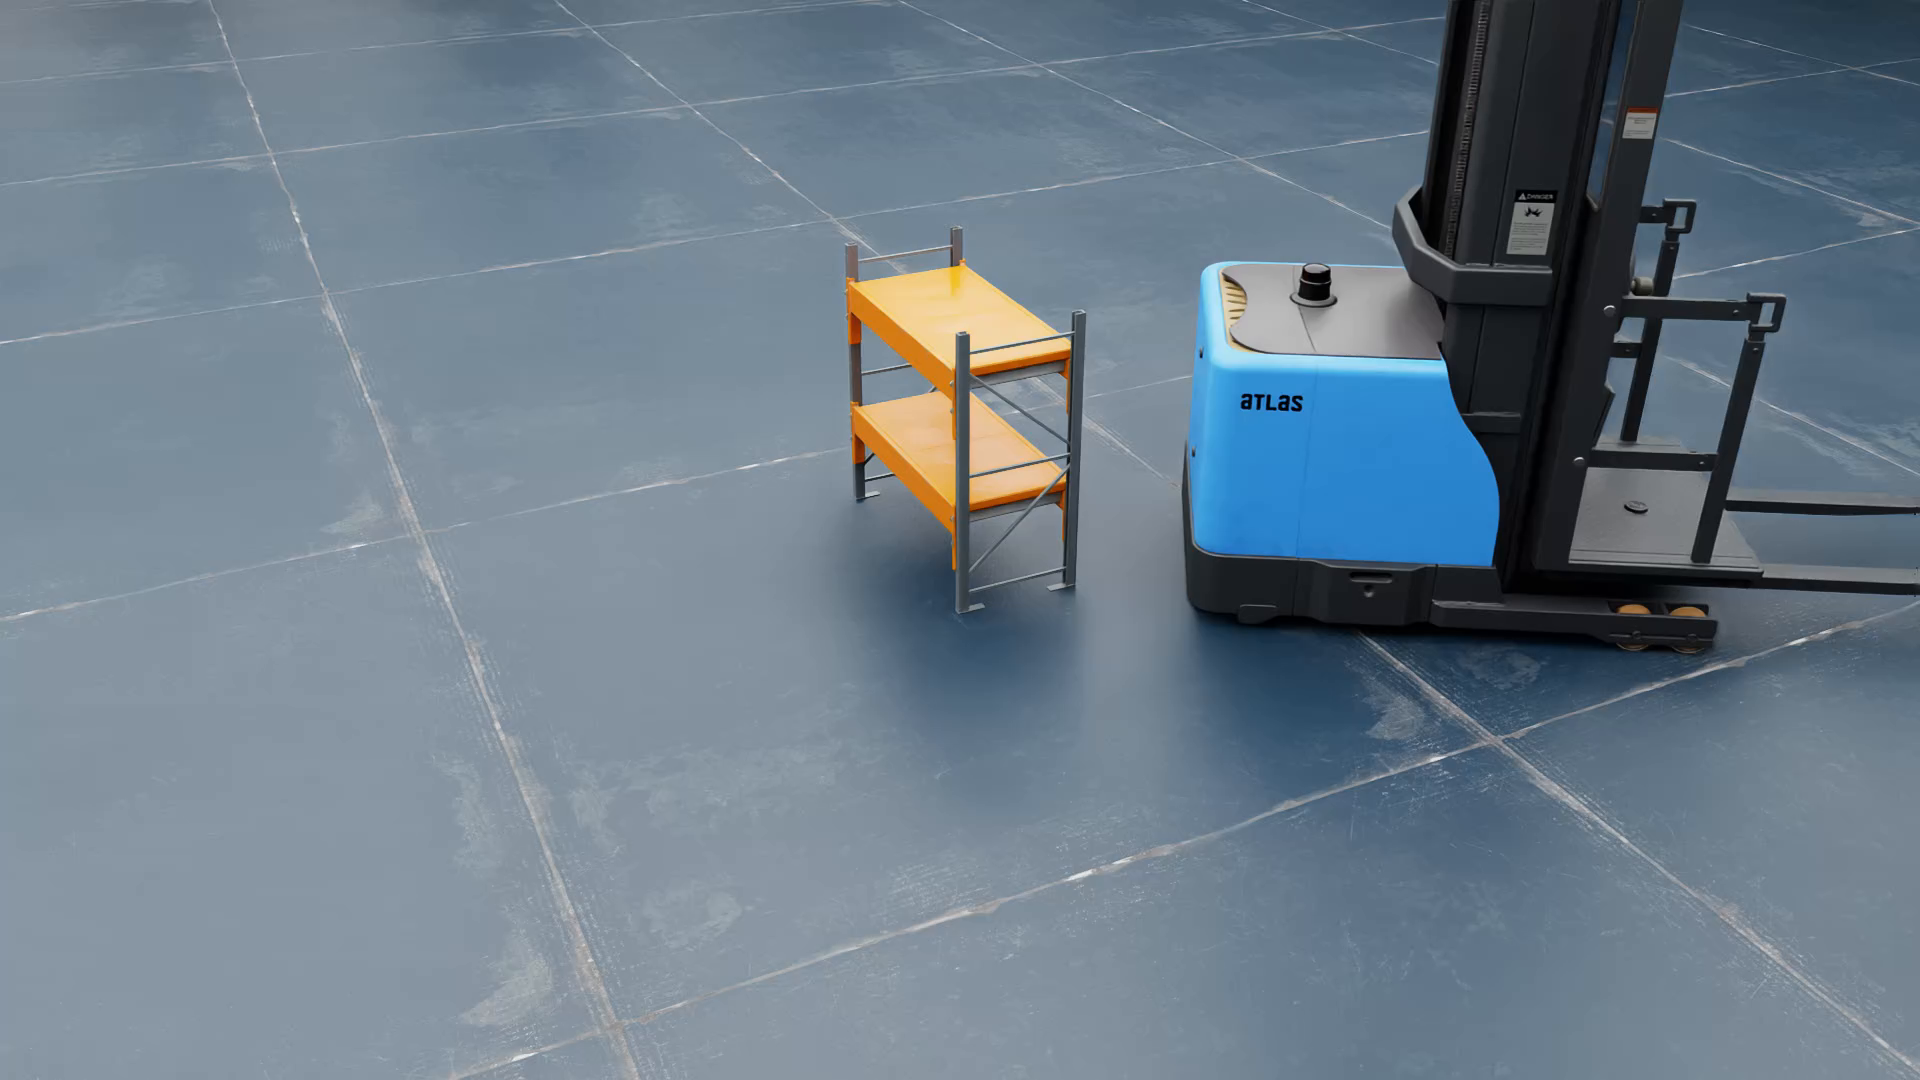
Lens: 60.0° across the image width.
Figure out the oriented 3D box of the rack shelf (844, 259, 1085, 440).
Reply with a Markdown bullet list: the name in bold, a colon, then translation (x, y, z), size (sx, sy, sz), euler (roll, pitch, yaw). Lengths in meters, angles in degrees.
- **rack shelf**: translation (-0.003, -0.749, 6.337), size (0.538, 0.278, 1.000), euler (-13, 32, -22)

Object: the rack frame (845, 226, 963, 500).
- **rack frame**: translation (-0.221, -0.718, 6.881), size (0.500, 1.125, 0.032), euler (-13, 32, -22)

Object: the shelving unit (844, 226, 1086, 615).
- **shelving unit**: translation (-0.003, -0.494, 6.480), size (0.538, 1.125, 1.048), euler (-13, 32, -22)

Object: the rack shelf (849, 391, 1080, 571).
- **rack shelf**: translation (-0.003, -0.280, 6.600), size (0.538, 0.278, 1.000), euler (-13, 32, -22)

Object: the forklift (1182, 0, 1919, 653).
- **forklift**: translation (2.398, -1.141, 5.788), size (3.031, 2.935, 1.130), euler (3, 29, 5)

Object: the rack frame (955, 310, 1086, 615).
- **rack frame**: translation (0.215, -0.269, 6.080), size (0.500, 1.125, 0.032), euler (-13, 32, -22)
